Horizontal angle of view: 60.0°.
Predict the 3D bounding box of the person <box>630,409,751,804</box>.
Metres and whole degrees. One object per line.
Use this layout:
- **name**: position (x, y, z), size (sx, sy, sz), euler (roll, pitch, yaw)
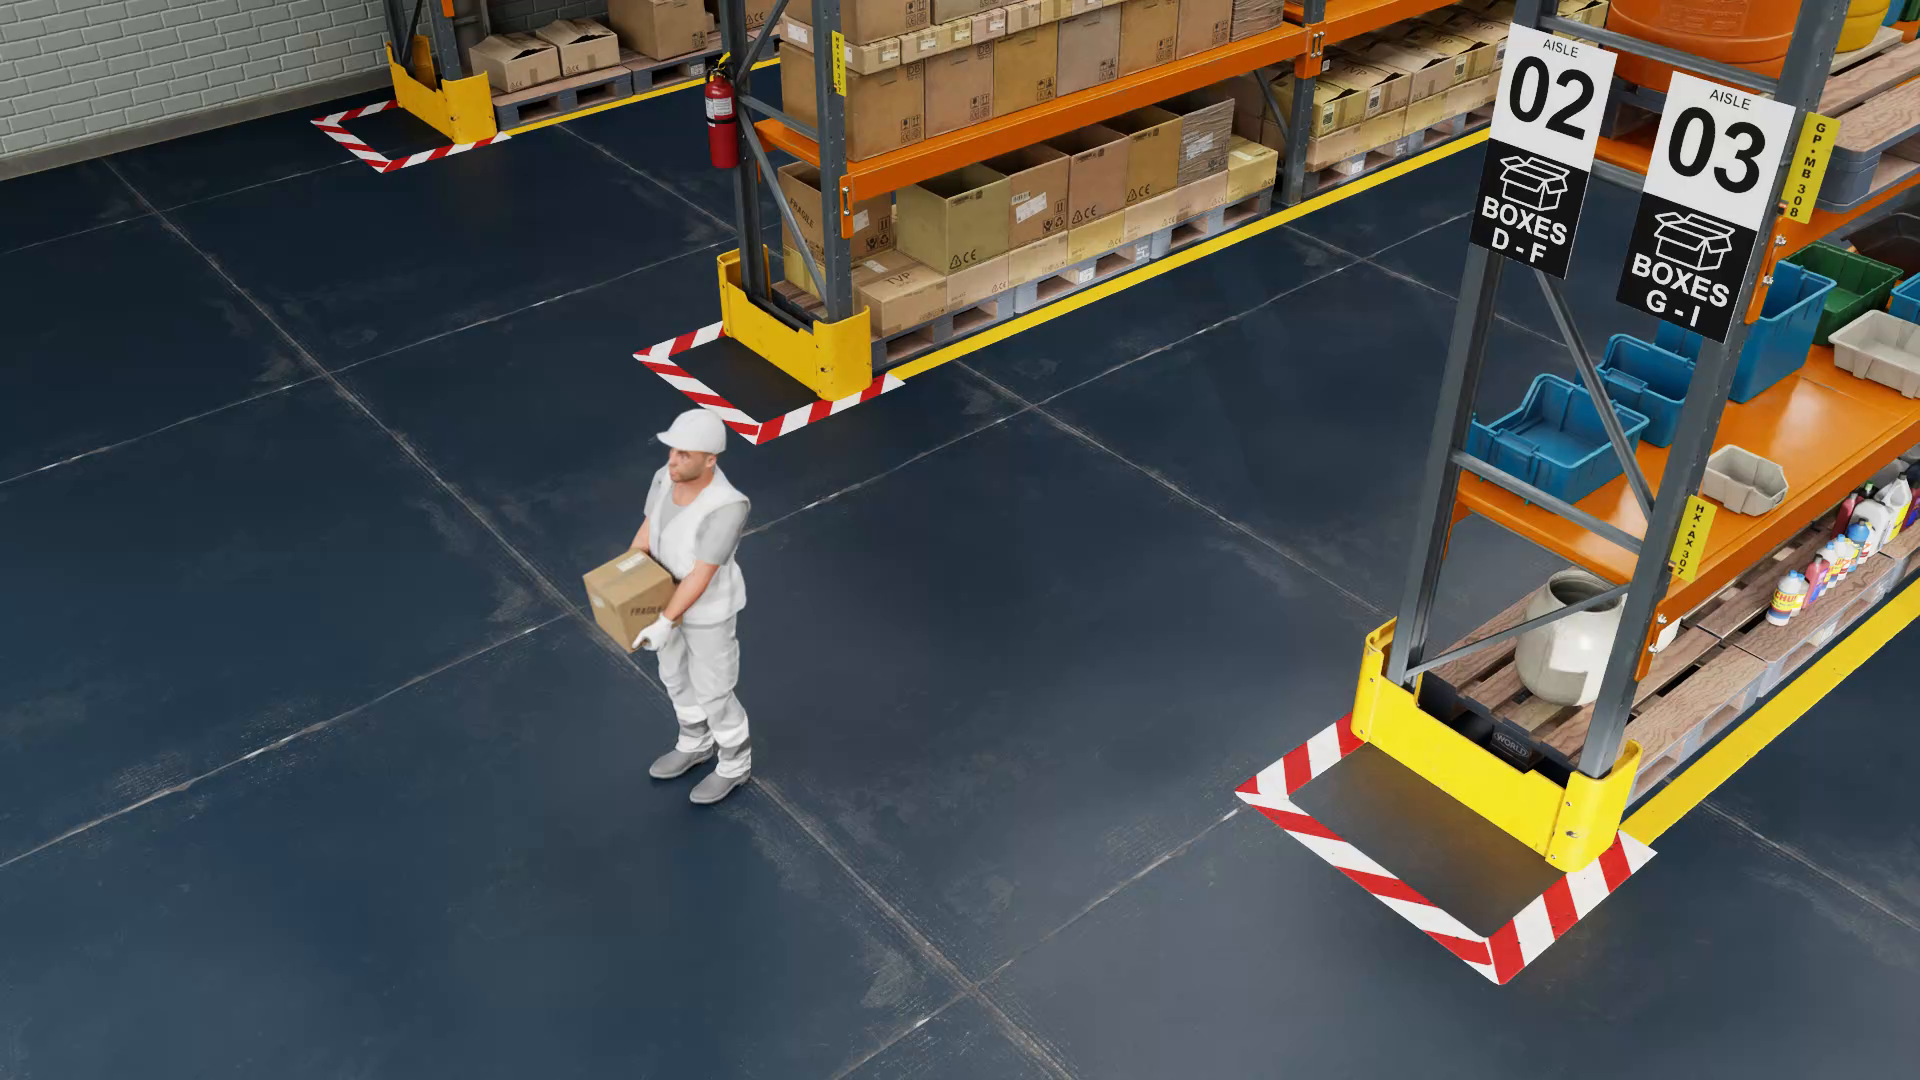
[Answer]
- **person**: position (-1.122, 0.306, 6.635), size (0.561, 1.785, 0.497), euler (-26, 43, -32)
